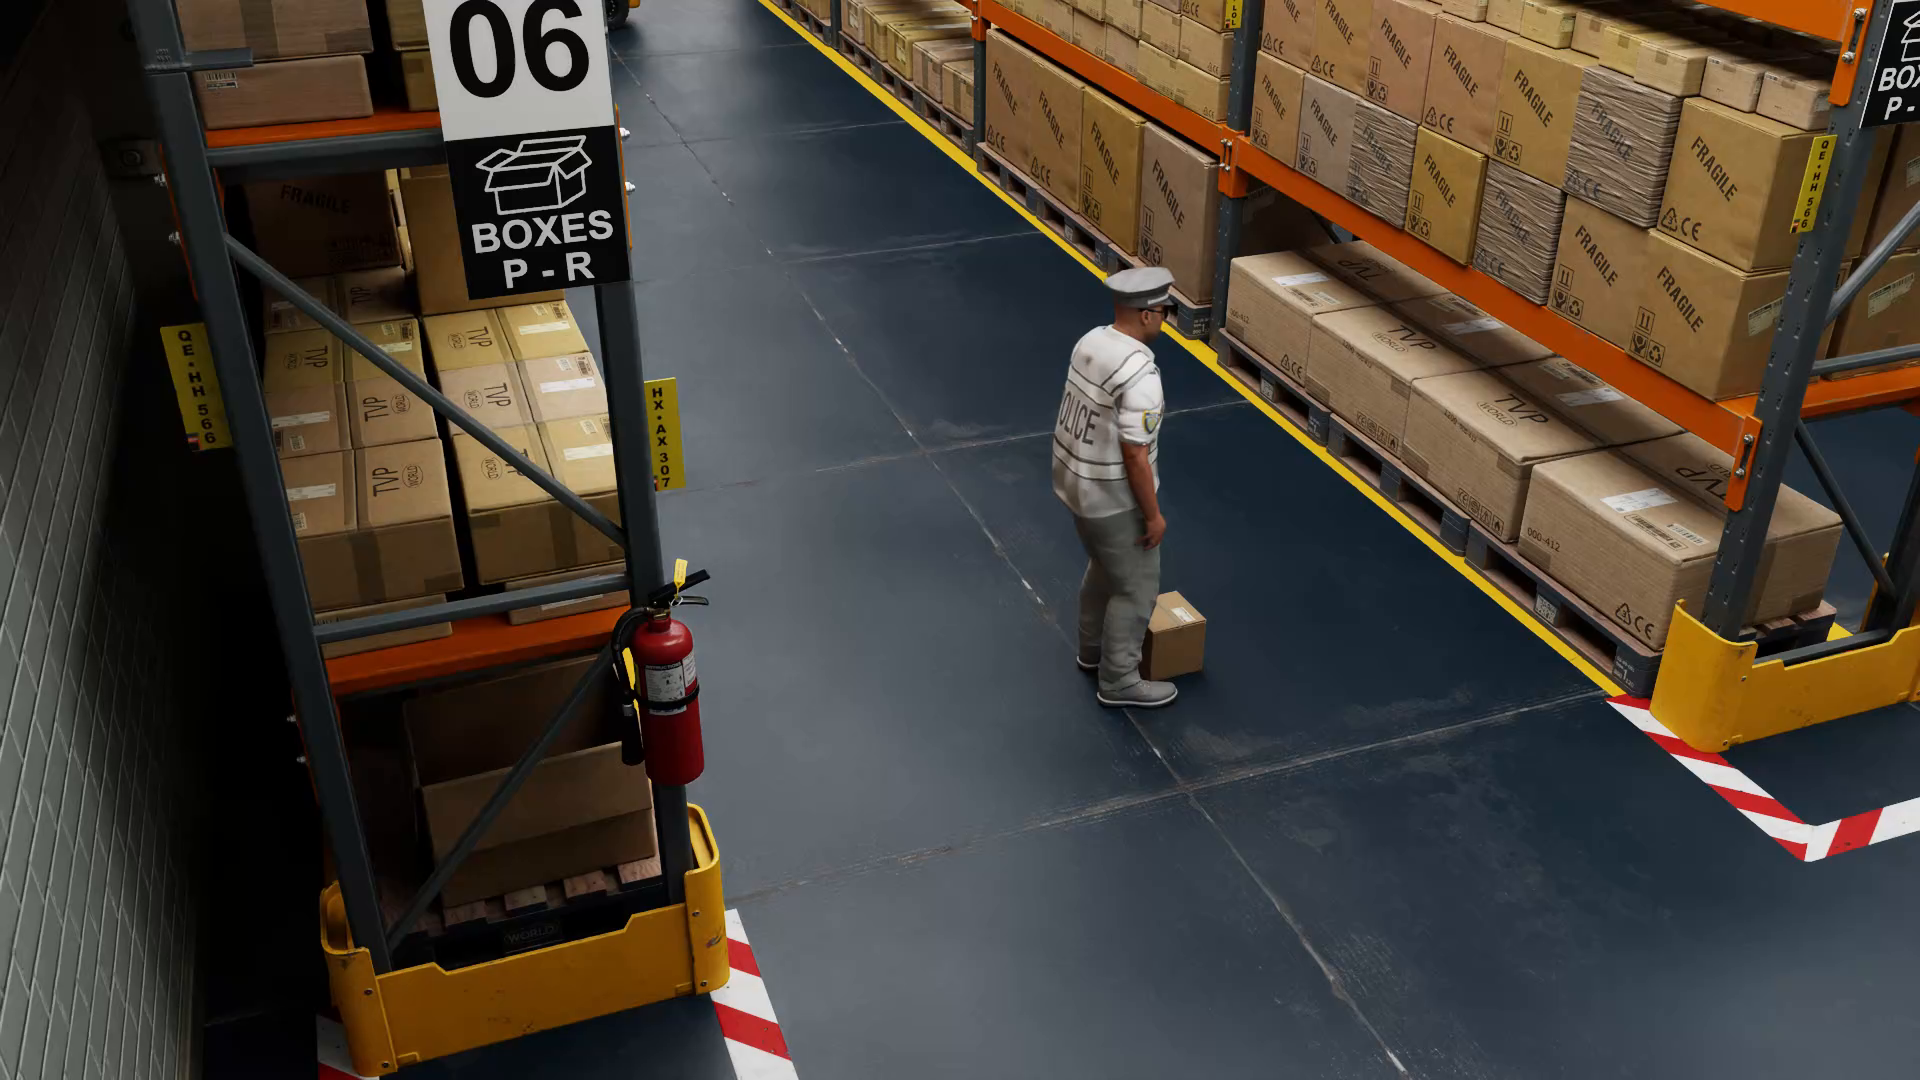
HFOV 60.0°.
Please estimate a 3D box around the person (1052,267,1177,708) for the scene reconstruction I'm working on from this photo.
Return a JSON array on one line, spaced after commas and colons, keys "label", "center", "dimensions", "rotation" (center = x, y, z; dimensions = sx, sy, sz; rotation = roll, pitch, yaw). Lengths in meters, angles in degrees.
[{"label": "person", "center": [0.612, -0.197, 6.467], "dimensions": [0.475, 1.747, 0.584], "rotation": [-11, 32, -19]}]
